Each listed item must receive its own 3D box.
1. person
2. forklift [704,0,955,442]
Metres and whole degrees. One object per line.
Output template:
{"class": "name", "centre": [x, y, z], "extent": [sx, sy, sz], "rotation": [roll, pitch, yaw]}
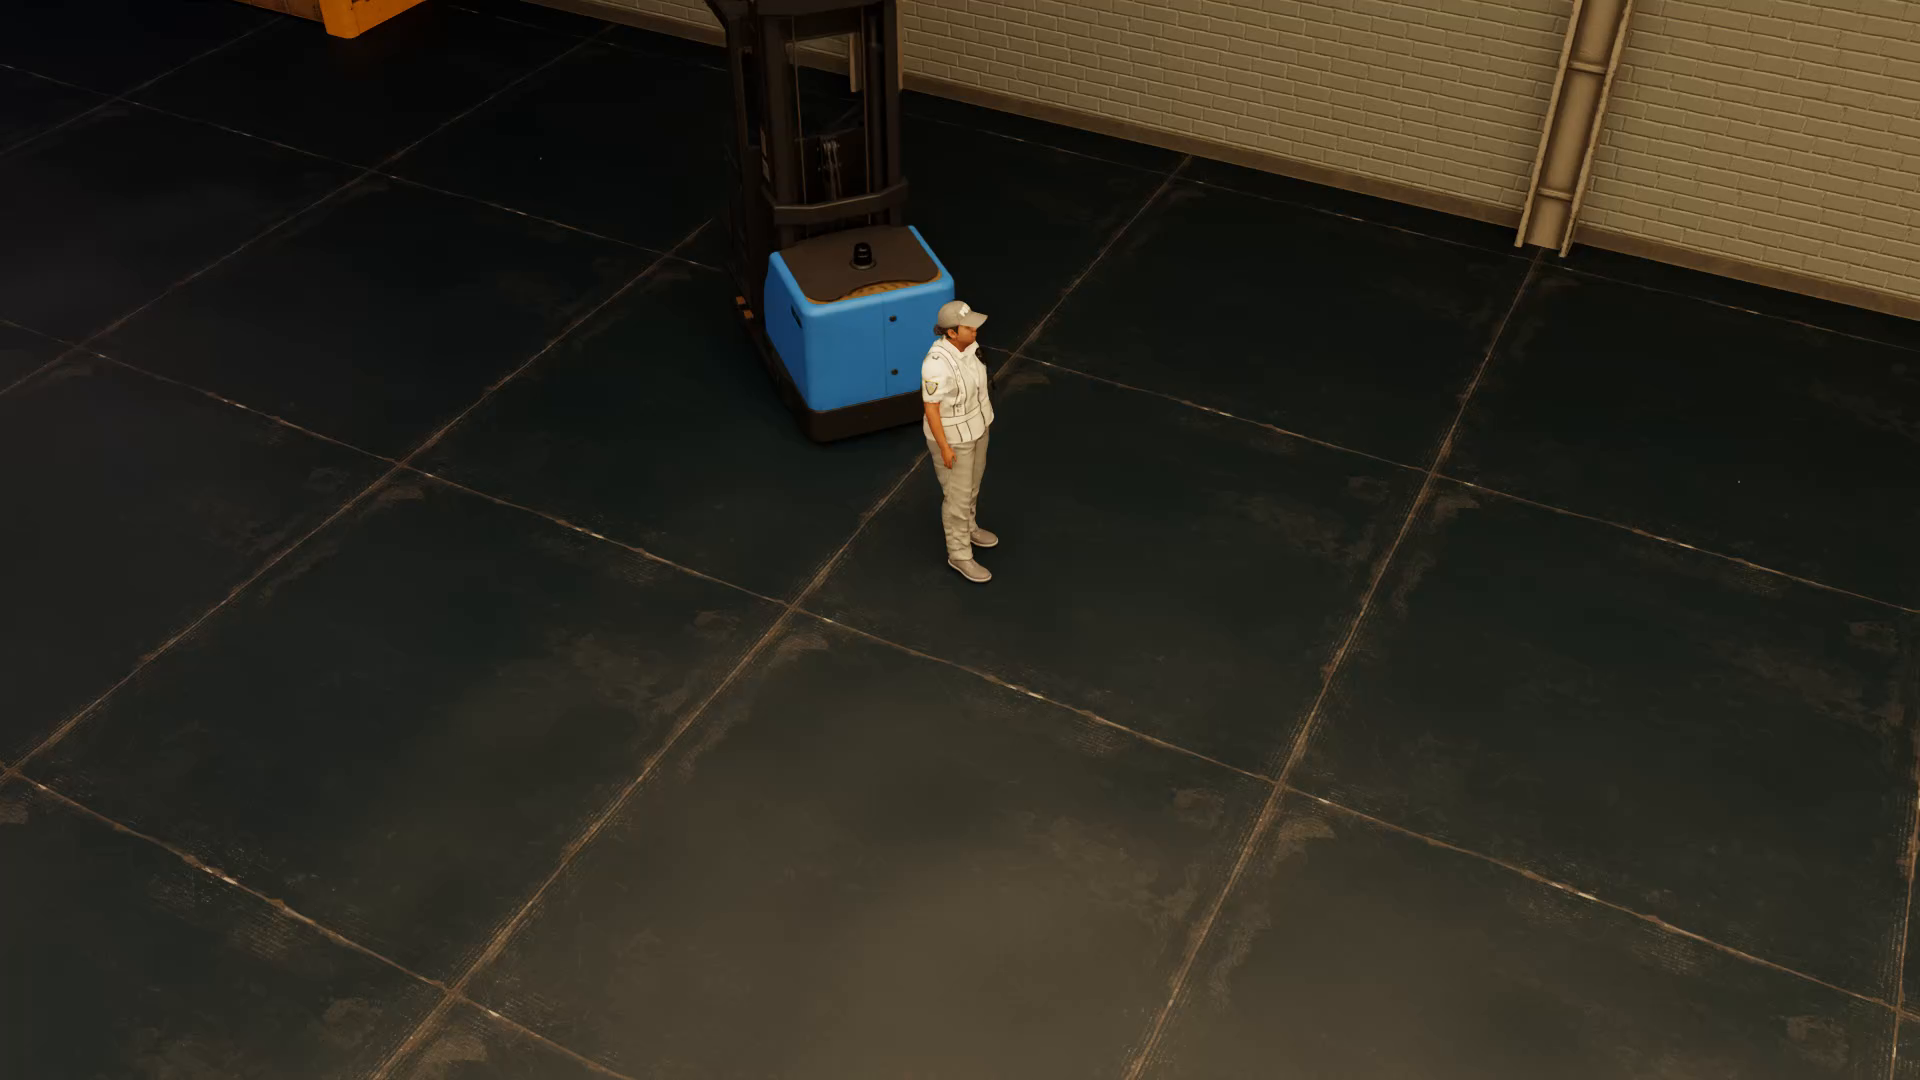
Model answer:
{"class": "person", "centre": [0.058, -0.608, 9.678], "extent": [0.529, 1.671, 0.599], "rotation": [18, 43, 21]}
{"class": "forklift", "centre": [-1.031, -2.718, 11.214], "extent": [1.130, 2.935, 3.031], "rotation": [-14, 42, -16]}
